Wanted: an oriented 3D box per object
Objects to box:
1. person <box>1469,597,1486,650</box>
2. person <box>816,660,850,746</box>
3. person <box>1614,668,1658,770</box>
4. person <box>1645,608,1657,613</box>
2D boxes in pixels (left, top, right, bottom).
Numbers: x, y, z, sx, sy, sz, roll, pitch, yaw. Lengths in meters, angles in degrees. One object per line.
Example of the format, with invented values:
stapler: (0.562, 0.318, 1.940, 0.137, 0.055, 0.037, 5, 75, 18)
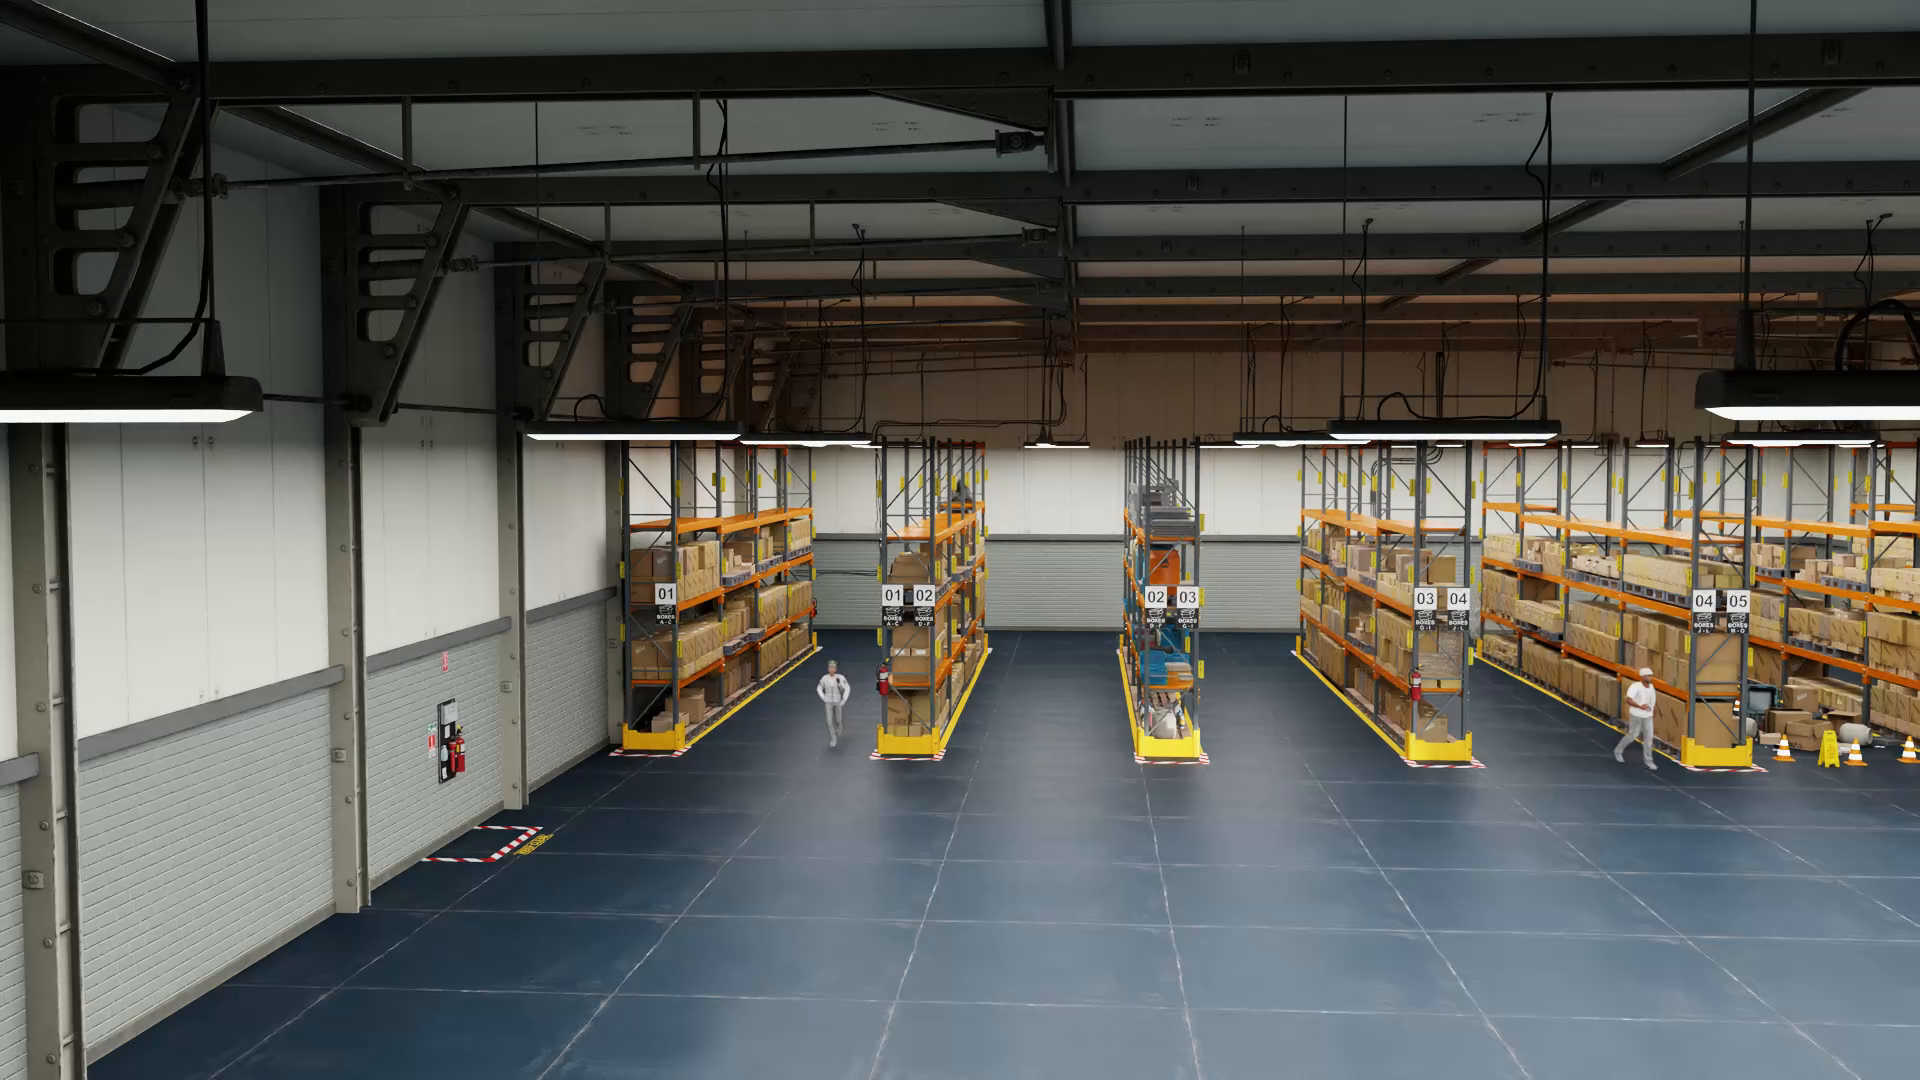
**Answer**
person: (14.851, 2.403, 47.625, 0.536, 1.593, 0.693, 0, 3, 8)
person: (-2.475, 3.172, 32.450, 0.659, 1.662, 0.508, 0, 3, -1)
person: (12.408, 3.211, 30.231, 0.751, 1.785, 0.884, -1, 3, -23)
person: (19.696, 2.370, 47.399, 0.661, 1.695, 0.655, 1, 3, 22)
